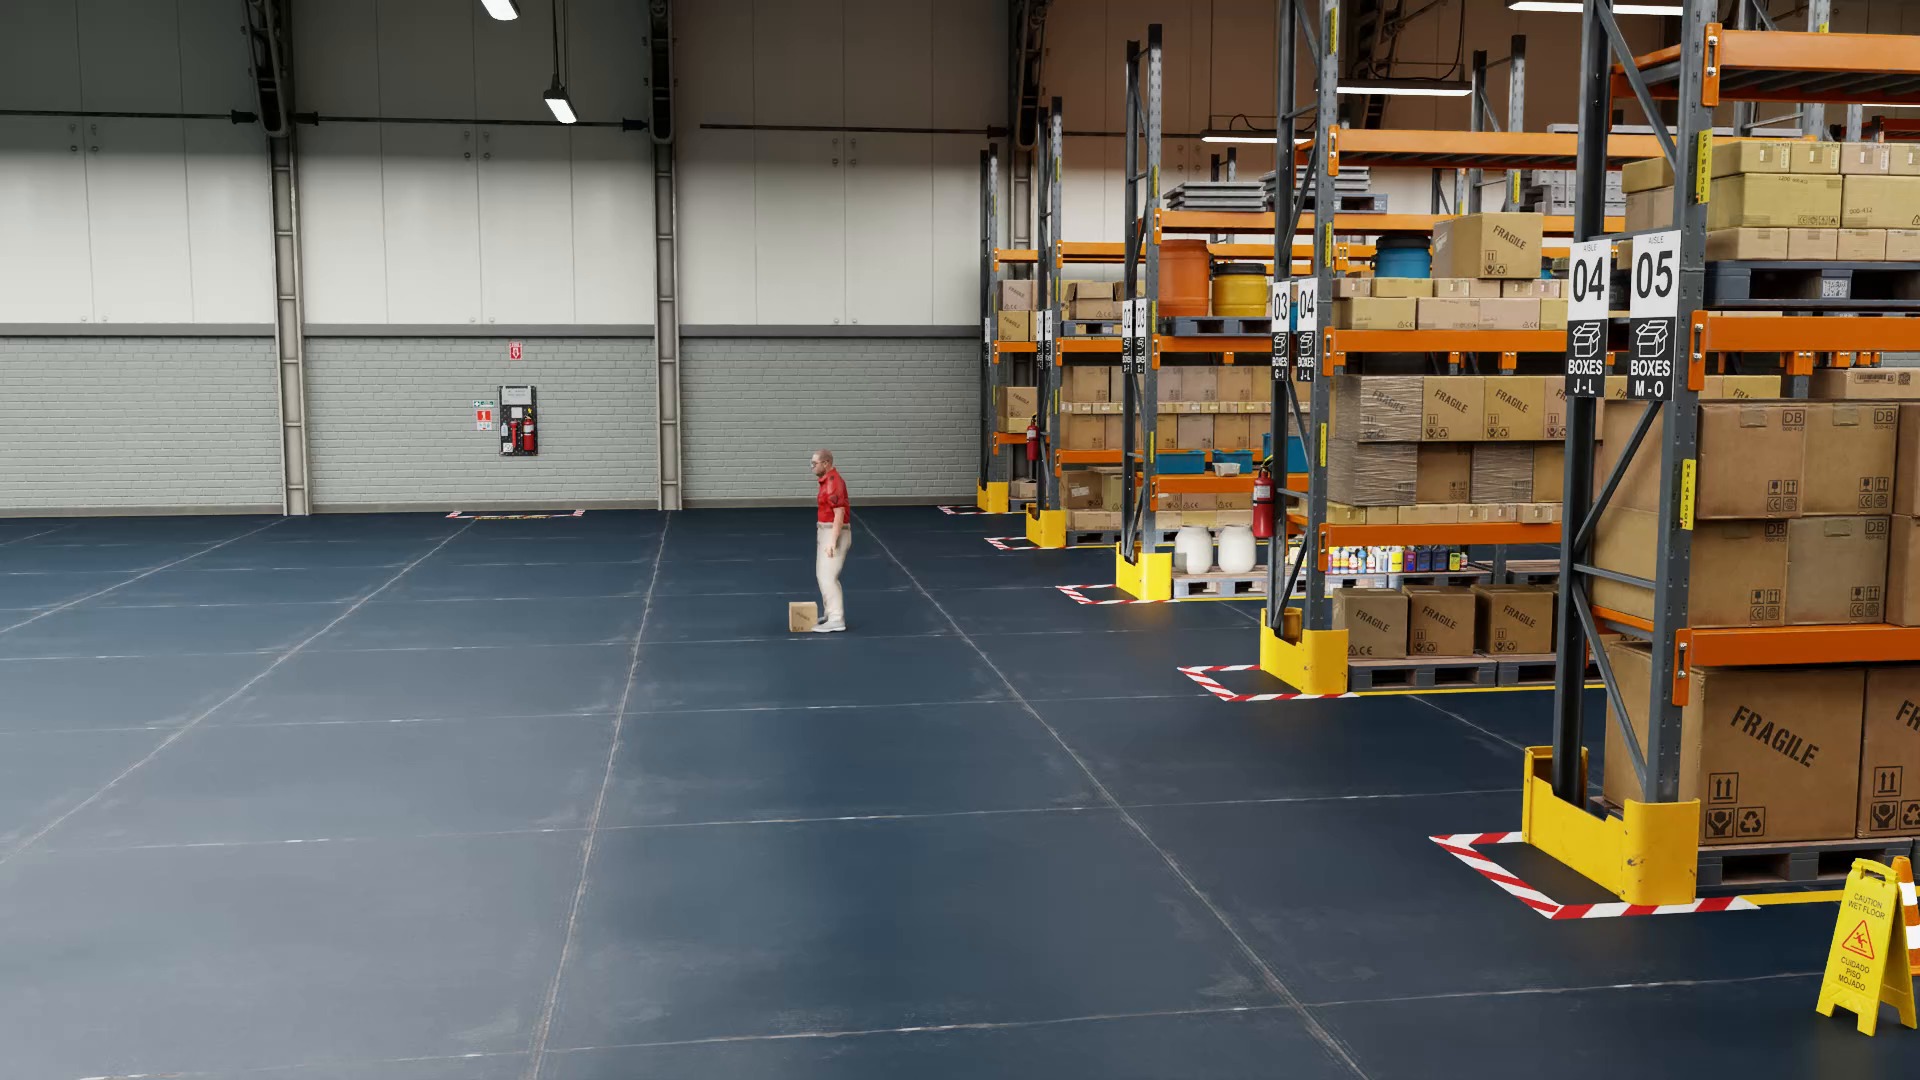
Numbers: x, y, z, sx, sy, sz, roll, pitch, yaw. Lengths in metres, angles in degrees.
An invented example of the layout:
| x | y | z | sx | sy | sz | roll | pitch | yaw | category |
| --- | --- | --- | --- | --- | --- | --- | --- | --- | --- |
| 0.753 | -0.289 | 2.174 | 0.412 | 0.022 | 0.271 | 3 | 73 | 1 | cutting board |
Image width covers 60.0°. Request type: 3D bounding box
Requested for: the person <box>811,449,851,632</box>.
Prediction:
| x | y | z | sx | sy | sz | roll | pitch | yaw | category |
| --- | --- | --- | --- | --- | --- | --- | --- | --- | --- |
| -1.243 | -0.007 | 15.834 | 0.395 | 1.726 | 0.584 | -1 | 7 | -9 | person |
